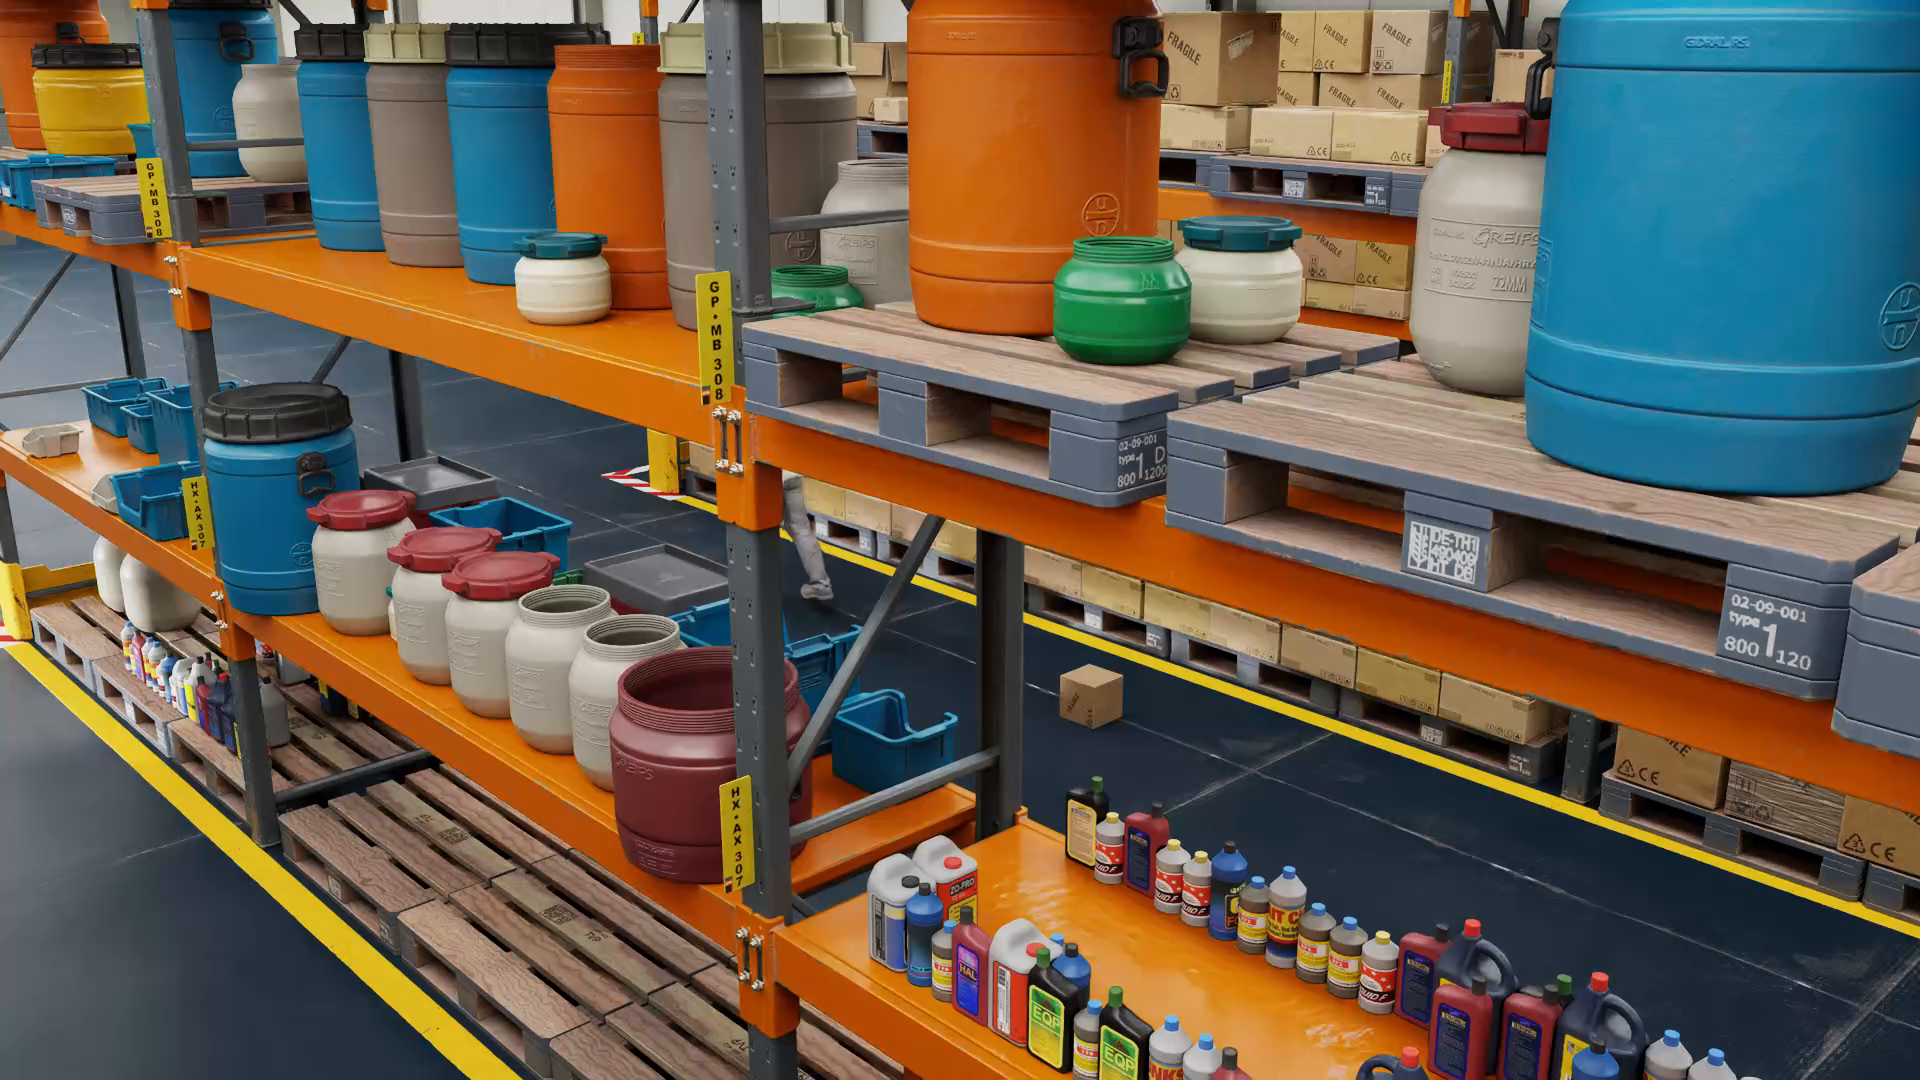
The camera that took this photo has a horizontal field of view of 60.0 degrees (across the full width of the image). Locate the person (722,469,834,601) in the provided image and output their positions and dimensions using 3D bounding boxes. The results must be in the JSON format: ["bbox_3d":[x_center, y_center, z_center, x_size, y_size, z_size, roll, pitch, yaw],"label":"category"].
[{"bbox_3d":[-1.254,-0.456,10.998,0.586,1.722,1.048,-14,22,-38],"label":"person"}]
